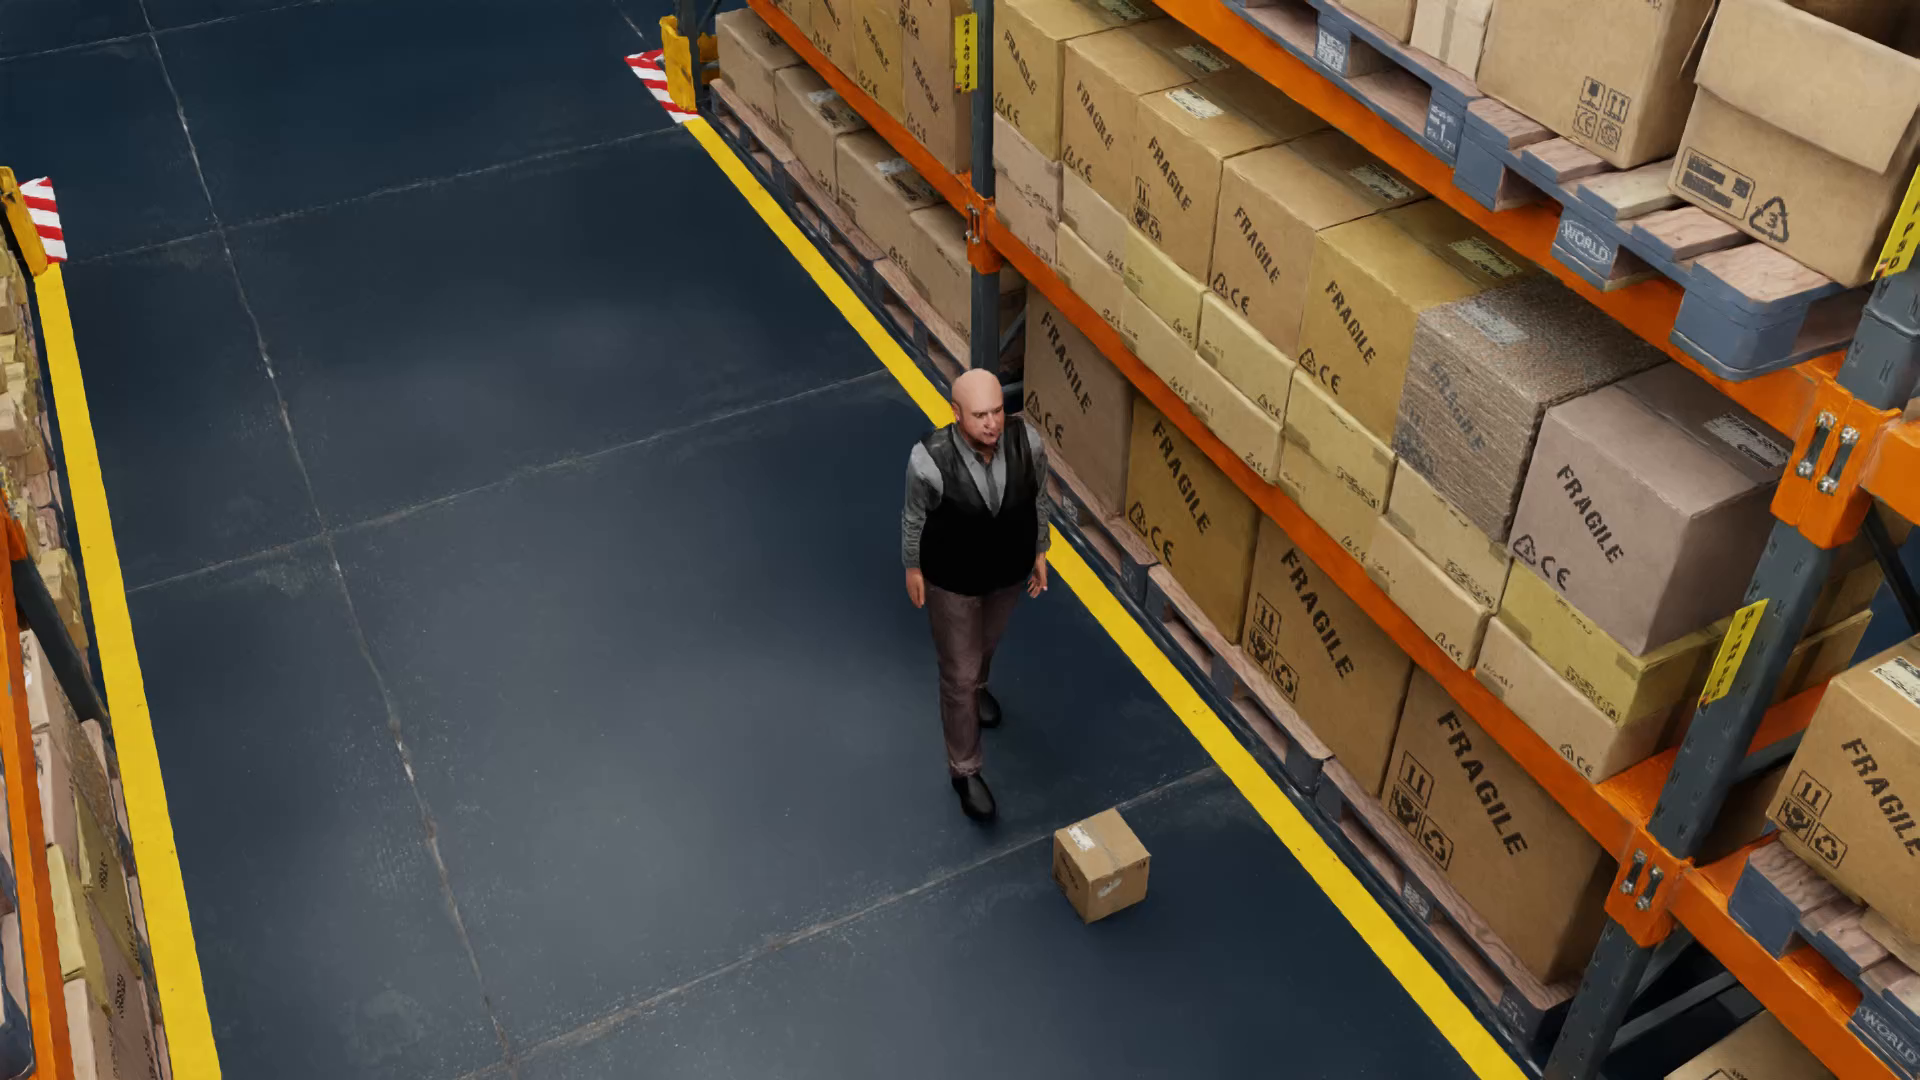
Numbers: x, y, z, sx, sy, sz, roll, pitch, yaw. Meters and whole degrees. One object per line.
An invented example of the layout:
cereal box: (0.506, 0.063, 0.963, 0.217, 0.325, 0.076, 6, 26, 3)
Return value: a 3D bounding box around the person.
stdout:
person: (0.115, 0.195, 6.009, 0.536, 1.622, 0.777, -17, 44, -19)
